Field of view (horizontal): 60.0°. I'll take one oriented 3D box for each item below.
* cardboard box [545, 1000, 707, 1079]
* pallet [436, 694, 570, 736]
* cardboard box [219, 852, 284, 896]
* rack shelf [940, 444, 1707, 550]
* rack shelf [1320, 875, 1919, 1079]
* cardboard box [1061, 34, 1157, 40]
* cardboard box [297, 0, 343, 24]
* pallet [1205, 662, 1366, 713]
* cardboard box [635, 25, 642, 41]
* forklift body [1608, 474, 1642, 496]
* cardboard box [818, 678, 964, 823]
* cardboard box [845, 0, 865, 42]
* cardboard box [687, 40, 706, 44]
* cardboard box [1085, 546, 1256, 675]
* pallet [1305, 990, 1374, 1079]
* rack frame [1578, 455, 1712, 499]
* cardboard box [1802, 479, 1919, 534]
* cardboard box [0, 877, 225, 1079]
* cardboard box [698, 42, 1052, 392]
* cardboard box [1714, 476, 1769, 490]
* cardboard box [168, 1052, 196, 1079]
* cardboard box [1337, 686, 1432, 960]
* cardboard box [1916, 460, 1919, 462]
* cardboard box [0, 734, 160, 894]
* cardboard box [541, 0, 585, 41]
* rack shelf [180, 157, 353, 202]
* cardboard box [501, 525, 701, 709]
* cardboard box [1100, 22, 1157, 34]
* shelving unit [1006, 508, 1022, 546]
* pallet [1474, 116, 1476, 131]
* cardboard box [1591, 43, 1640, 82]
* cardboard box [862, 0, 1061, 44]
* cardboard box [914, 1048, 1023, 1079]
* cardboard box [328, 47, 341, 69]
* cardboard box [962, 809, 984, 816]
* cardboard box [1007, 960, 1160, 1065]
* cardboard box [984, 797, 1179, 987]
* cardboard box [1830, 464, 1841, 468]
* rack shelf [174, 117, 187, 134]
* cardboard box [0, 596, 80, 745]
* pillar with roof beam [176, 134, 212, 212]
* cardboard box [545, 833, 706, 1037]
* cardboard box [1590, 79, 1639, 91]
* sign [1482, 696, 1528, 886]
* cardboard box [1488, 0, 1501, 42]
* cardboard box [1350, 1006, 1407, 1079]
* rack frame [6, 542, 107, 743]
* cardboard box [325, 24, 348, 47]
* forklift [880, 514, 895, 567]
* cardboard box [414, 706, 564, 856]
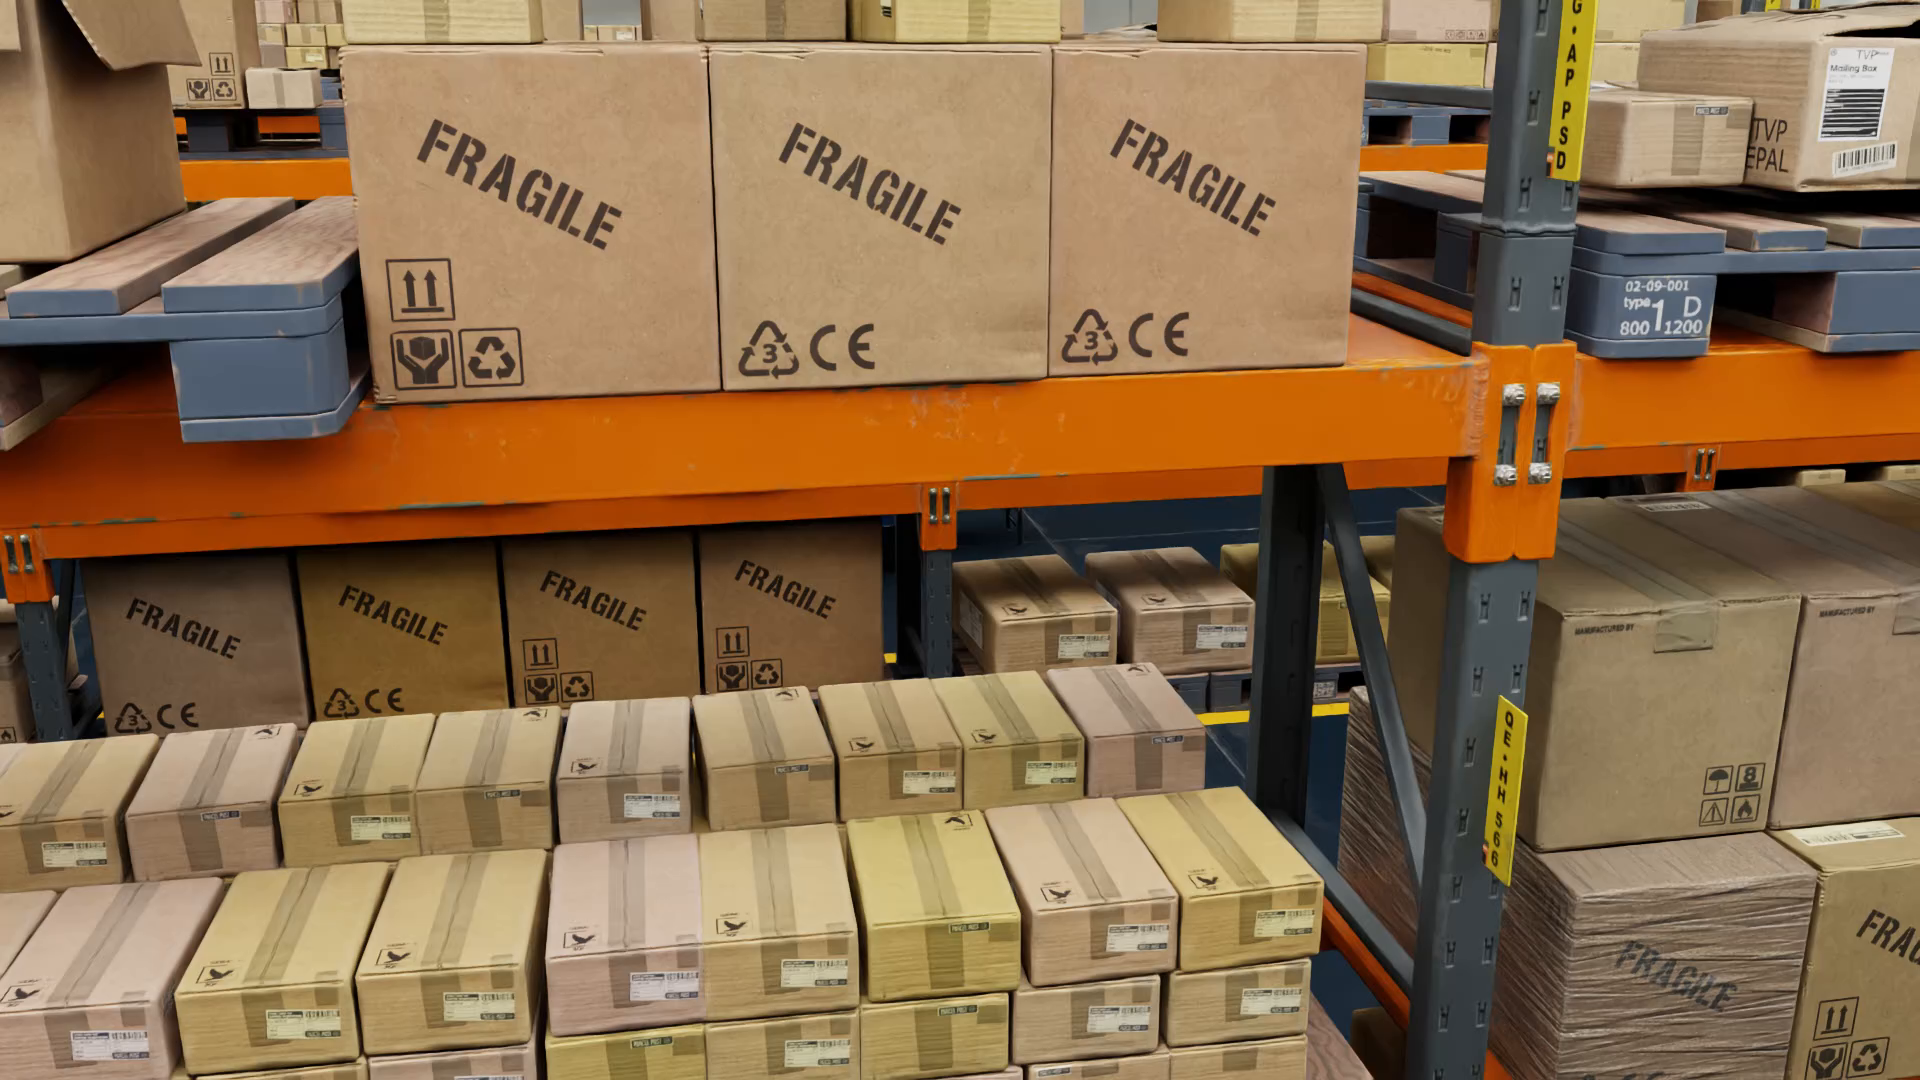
[{"bbox_3d":[-0.564,0.795,2.822,0.250,0.149,0.380,-3,17,-11],"label":"cardboard box"},{"bbox_3d":[-2.177,0.802,8.342,1.213,0.211,1.003,-3,17,-10],"label":"pallet"},{"bbox_3d":[-1.436,0.647,3.301,0.250,0.149,0.380,-3,17,-10],"label":"cardboard box"},{"bbox_3d":[1.770,-0.388,8.691,4.000,0.370,1.077,-3,17,-10],"label":"rack shelf"},{"bbox_3d":[2.809,1.033,4.064,4.000,0.370,1.077,-3,17,-10],"label":"rack shelf"},{"bbox_3d":[0.739,-2.152,7.930,0.500,0.500,0.700,-3,17,-10],"label":"cardboard box"},{"bbox_3d":[-4.525,-3.792,11.770,0.258,0.266,0.396,-3,17,-10],"label":"cardboard box"},{"bbox_3d":[1.769,0.603,8.991,1.213,0.211,1.003,-3,17,-10],"label":"pallet"},{"bbox_3d":[-2.208,-3.626,11.969,0.250,0.149,0.380,-4,17,-11],"label":"cardboard box"},{"bbox_3d":[5.200,-1.459,12.400,1.214,2.155,2.313,-3,17,-10],"label":"forklift body"},{"bbox_3d":[-0.151,0.434,3.490,0.250,0.149,0.380,-3,17,-11],"label":"cardboard box"},{"bbox_3d":[-0.111,-1.075,3.120,0.258,0.266,0.396,-3,17,-10],"label":"cardboard box"},{"bbox_3d":[-0.256,-0.696,3.189,0.500,0.500,0.500,-3,17,-10],"label":"cardboard box"},{"bbox_3d":[1.086,0.363,8.781,0.625,0.372,0.950,-4,17,-12],"label":"cardboard box"},{"bbox_3d":[0.165,0.963,3.394,1.003,0.211,1.213,-3,17,-10],"label":"pallet"},{"bbox_3d":[3.734,-0.843,8.948,0.127,3.000,1.000,-3,17,-10],"label":"rack frame"},{"bbox_3d":[2.287,0.195,3.694,0.500,0.500,0.700,-4,17,-11],"label":"cardboard box"},{"bbox_3d":[-1.339,0.697,2.633,0.250,0.149,0.380,-3,17,-8],"label":"cardboard box"},{"bbox_3d":[-0.156,-0.544,2.695,0.500,0.500,0.500,-3,17,-10],"label":"cardboard box"},{"bbox_3d":[4.364,-0.043,9.034,0.500,0.500,0.500,-2,17,-8],"label":"cardboard box"},{"bbox_3d":[-1.321,0.837,2.684,0.250,0.149,0.380,-4,17,-11],"label":"cardboard box"},{"bbox_3d":[1.236,0.651,3.914,0.500,0.500,0.500,-3,17,-10],"label":"cardboard box"},{"bbox_3d":[5.267,-0.388,9.051,0.250,0.149,0.380,-2,17,-7],"label":"cardboard box"},{"bbox_3d":[-1.708,0.524,3.197,0.250,0.149,0.380,-4,17,-12],"label":"cardboard box"},{"bbox_3d":[-1.869,-2.121,7.114,0.500,0.500,0.500,-3,17,-10],"label":"cardboard box"},{"bbox_3d":[-2.157,-1.599,7.525,4.000,0.370,1.077,-3,17,-10],"label":"rack shelf"},{"bbox_3d":[-1.764,0.258,8.268,0.875,0.875,0.875,-3,17,-10],"label":"cardboard box"},{"bbox_3d":[1.371,-3.760,12.603,0.500,0.311,0.500,-4,17,-12],"label":"cardboard box"},{"bbox_3d":[0.007,-0.717,11.093,0.755,1.500,0.431,-3,17,-10],"label":"shelving unit"},{"bbox_3d":[3.108,-2.184,8.523,1.003,0.211,1.213,-3,17,-10],"label":"pallet"},{"bbox_3d":[3.188,-2.332,8.226,0.500,0.250,0.500,-4,17,-12],"label":"cardboard box"},{"bbox_3d":[-0.004,-0.916,2.603,0.258,0.266,0.396,-3,17,-10],"label":"cardboard box"},{"bbox_3d":[-0.049,0.908,2.959,0.250,0.149,0.380,-3,17,-10],"label":"cardboard box"},{"bbox_3d":[-4.206,-3.339,11.509,0.250,0.149,0.380,-3,17,-10],"label":"cardboard box"},{"bbox_3d":[0.066,0.563,3.576,0.250,0.149,0.380,-2,17,-8],"label":"cardboard box"},{"bbox_3d":[0.184,0.752,2.960,0.250,0.149,0.380,-3,17,-8],"label":"cardboard box"},{"bbox_3d":[0.204,0.609,2.921,0.250,0.149,0.380,-3,17,-11],"label":"cardboard box"},{"bbox_3d":[4.763,-0.227,9.633,0.500,0.500,0.500,-3,17,-9],"label":"cardboard box"},{"bbox_3d":[-7.030,-2.807,11.458,4.000,0.370,1.077,-3,17,-10],"label":"rack shelf"},{"bbox_3d":[-4.758,0.630,7.799,0.875,0.438,0.875,-3,17,-11],"label":"cardboard box"},{"bbox_3d":[-5.104,-3.676,7.954,0.400,9.000,9.100,-3,17,-10],"label":"pillar with roof beam"},{"bbox_3d":[-0.553,0.651,2.783,0.250,0.149,0.380,-3,17,-10],"label":"cardboard box"},{"bbox_3d":[1.391,-0.867,3.428,0.250,0.166,0.380,-3,17,-10],"label":"cardboard box"},{"bbox_3d":[0.957,0.441,2.929,0.005,0.325,0.100,-3,17,-10],"label":"sign"},{"bbox_3d":[2.597,-2.697,8.565,0.500,0.250,0.500,-4,17,-12],"label":"cardboard box"},{"bbox_3d":[1.460,1.668,3.890,0.750,0.750,1.050,-3,17,-11],"label":"cardboard box"},{"bbox_3d":[-4.121,-0.398,7.497,0.127,3.000,1.000,-3,17,-10],"label":"rack frame"},{"bbox_3d":[-4.184,-3.460,11.396,0.250,0.149,0.380,-4,17,-11],"label":"cardboard box"},{"bbox_3d":[-1.916,-1.203,10.238,3.031,2.935,1.130,-6,18,-18],"label":"forklift"},{"bbox_3d":[-0.936,0.479,3.341,0.250,0.149,0.380,-3,17,-9],"label":"cardboard box"}]
